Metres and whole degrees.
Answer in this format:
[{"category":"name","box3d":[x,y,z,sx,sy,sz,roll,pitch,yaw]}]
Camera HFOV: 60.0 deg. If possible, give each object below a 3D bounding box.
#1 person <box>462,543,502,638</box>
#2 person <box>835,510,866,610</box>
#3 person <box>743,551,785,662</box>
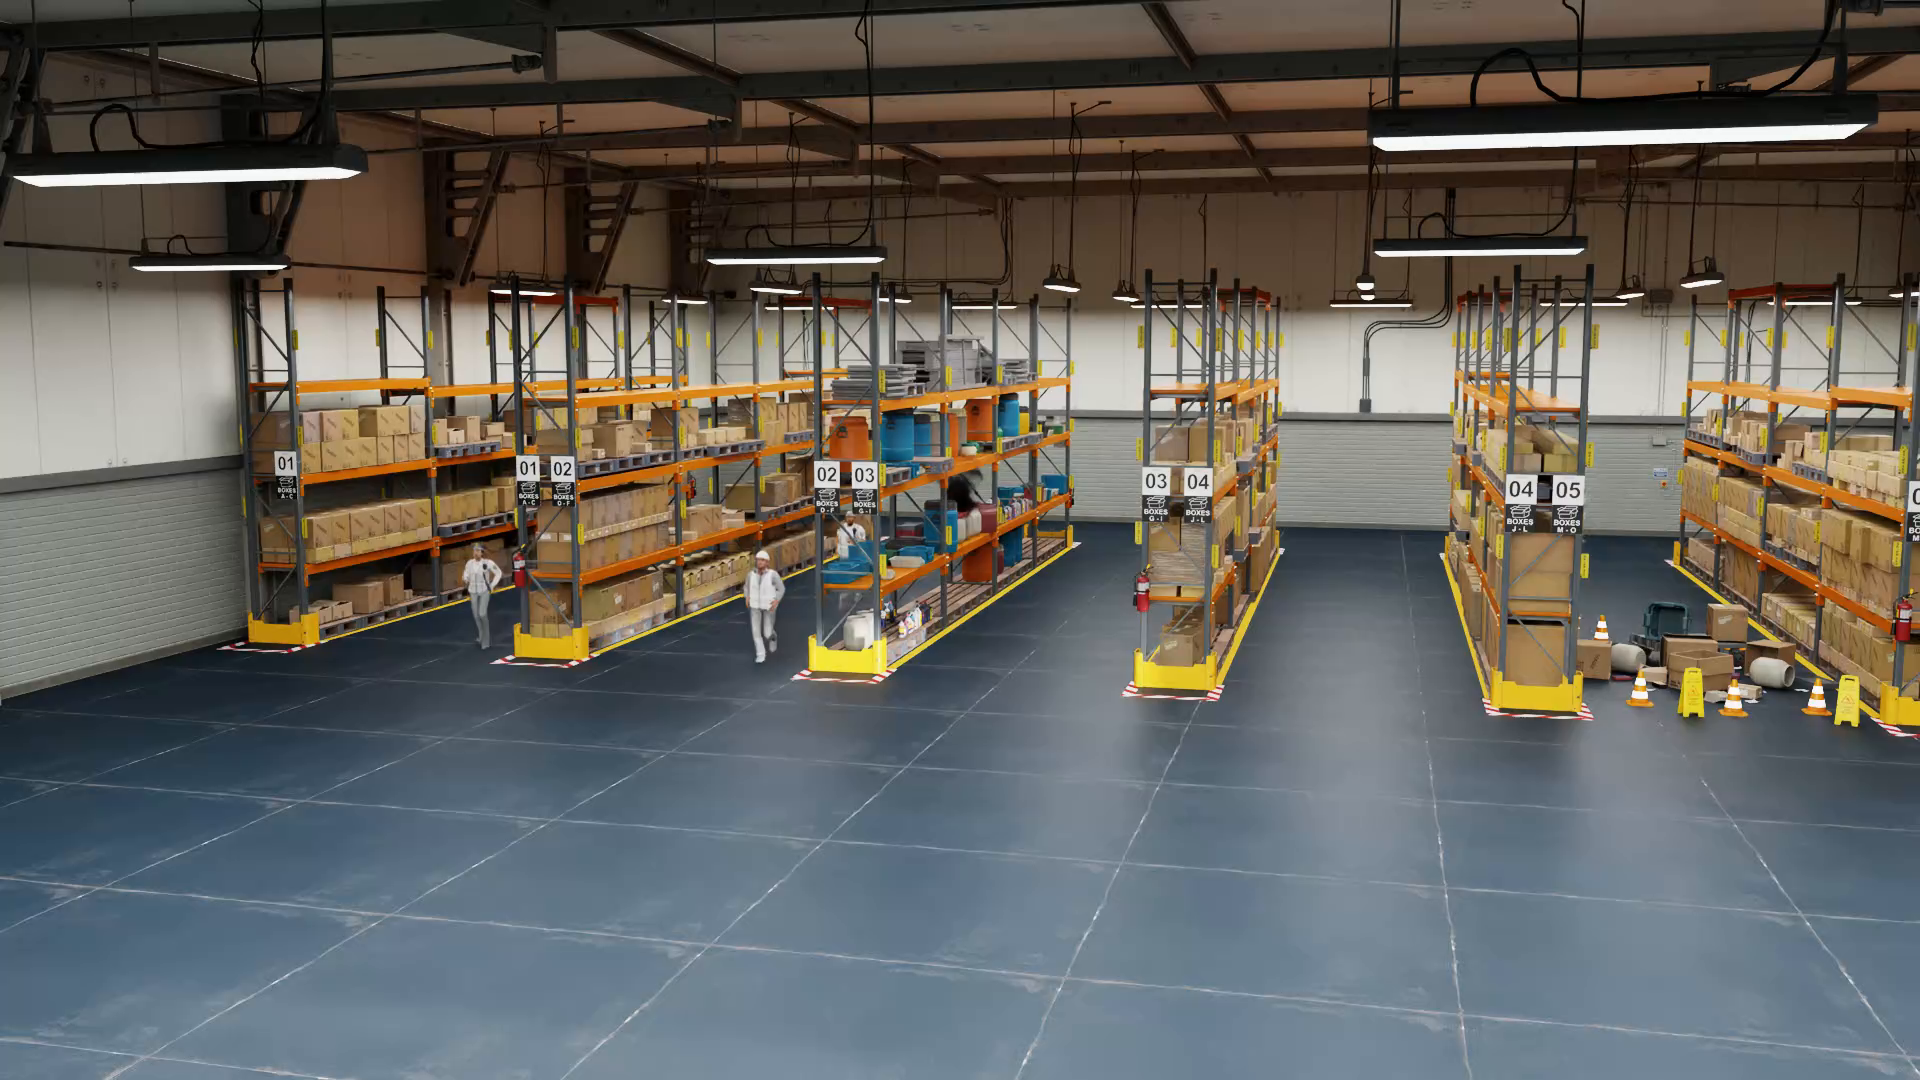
[{"category":"person","box3d":[-7.868,0.829,27.198,0.612,1.585,0.566,1,7,9]},{"category":"person","box3d":[-1.958,0.340,29.668,0.580,1.755,0.708,1,7,6]},{"category":"person","box3d":[-3.074,1.028,26.028,0.688,1.730,0.666,1,7,9]}]
